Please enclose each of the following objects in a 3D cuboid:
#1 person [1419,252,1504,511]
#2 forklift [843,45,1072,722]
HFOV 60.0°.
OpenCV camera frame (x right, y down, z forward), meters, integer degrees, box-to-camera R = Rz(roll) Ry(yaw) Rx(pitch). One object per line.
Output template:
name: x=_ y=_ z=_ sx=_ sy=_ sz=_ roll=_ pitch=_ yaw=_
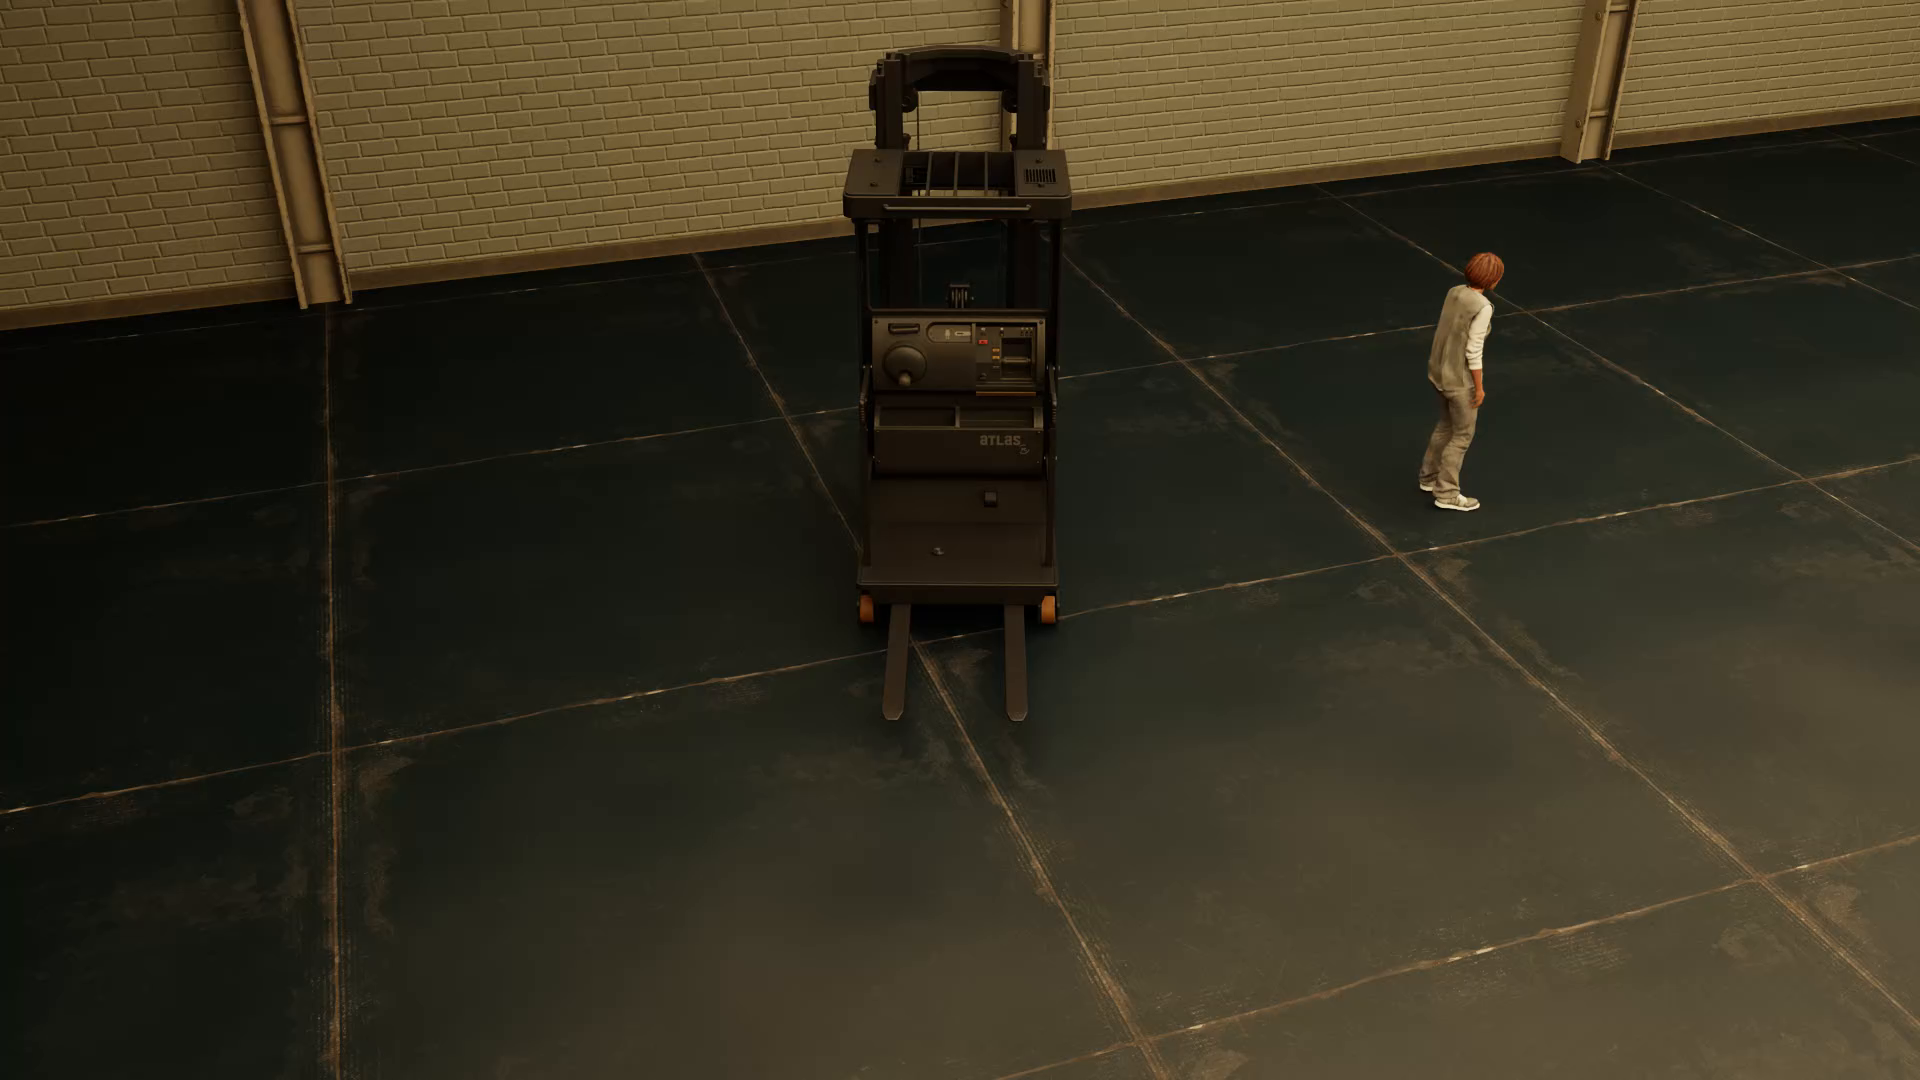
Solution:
person: x=3.037 y=-0.973 z=10.122 sx=0.347 sy=1.592 sz=0.482 roll=-6 pitch=31 yaw=-11
forklift: x=-0.008 y=-0.958 z=8.753 sx=1.130 sy=2.935 sz=3.031 roll=0 pitch=30 yaw=1
